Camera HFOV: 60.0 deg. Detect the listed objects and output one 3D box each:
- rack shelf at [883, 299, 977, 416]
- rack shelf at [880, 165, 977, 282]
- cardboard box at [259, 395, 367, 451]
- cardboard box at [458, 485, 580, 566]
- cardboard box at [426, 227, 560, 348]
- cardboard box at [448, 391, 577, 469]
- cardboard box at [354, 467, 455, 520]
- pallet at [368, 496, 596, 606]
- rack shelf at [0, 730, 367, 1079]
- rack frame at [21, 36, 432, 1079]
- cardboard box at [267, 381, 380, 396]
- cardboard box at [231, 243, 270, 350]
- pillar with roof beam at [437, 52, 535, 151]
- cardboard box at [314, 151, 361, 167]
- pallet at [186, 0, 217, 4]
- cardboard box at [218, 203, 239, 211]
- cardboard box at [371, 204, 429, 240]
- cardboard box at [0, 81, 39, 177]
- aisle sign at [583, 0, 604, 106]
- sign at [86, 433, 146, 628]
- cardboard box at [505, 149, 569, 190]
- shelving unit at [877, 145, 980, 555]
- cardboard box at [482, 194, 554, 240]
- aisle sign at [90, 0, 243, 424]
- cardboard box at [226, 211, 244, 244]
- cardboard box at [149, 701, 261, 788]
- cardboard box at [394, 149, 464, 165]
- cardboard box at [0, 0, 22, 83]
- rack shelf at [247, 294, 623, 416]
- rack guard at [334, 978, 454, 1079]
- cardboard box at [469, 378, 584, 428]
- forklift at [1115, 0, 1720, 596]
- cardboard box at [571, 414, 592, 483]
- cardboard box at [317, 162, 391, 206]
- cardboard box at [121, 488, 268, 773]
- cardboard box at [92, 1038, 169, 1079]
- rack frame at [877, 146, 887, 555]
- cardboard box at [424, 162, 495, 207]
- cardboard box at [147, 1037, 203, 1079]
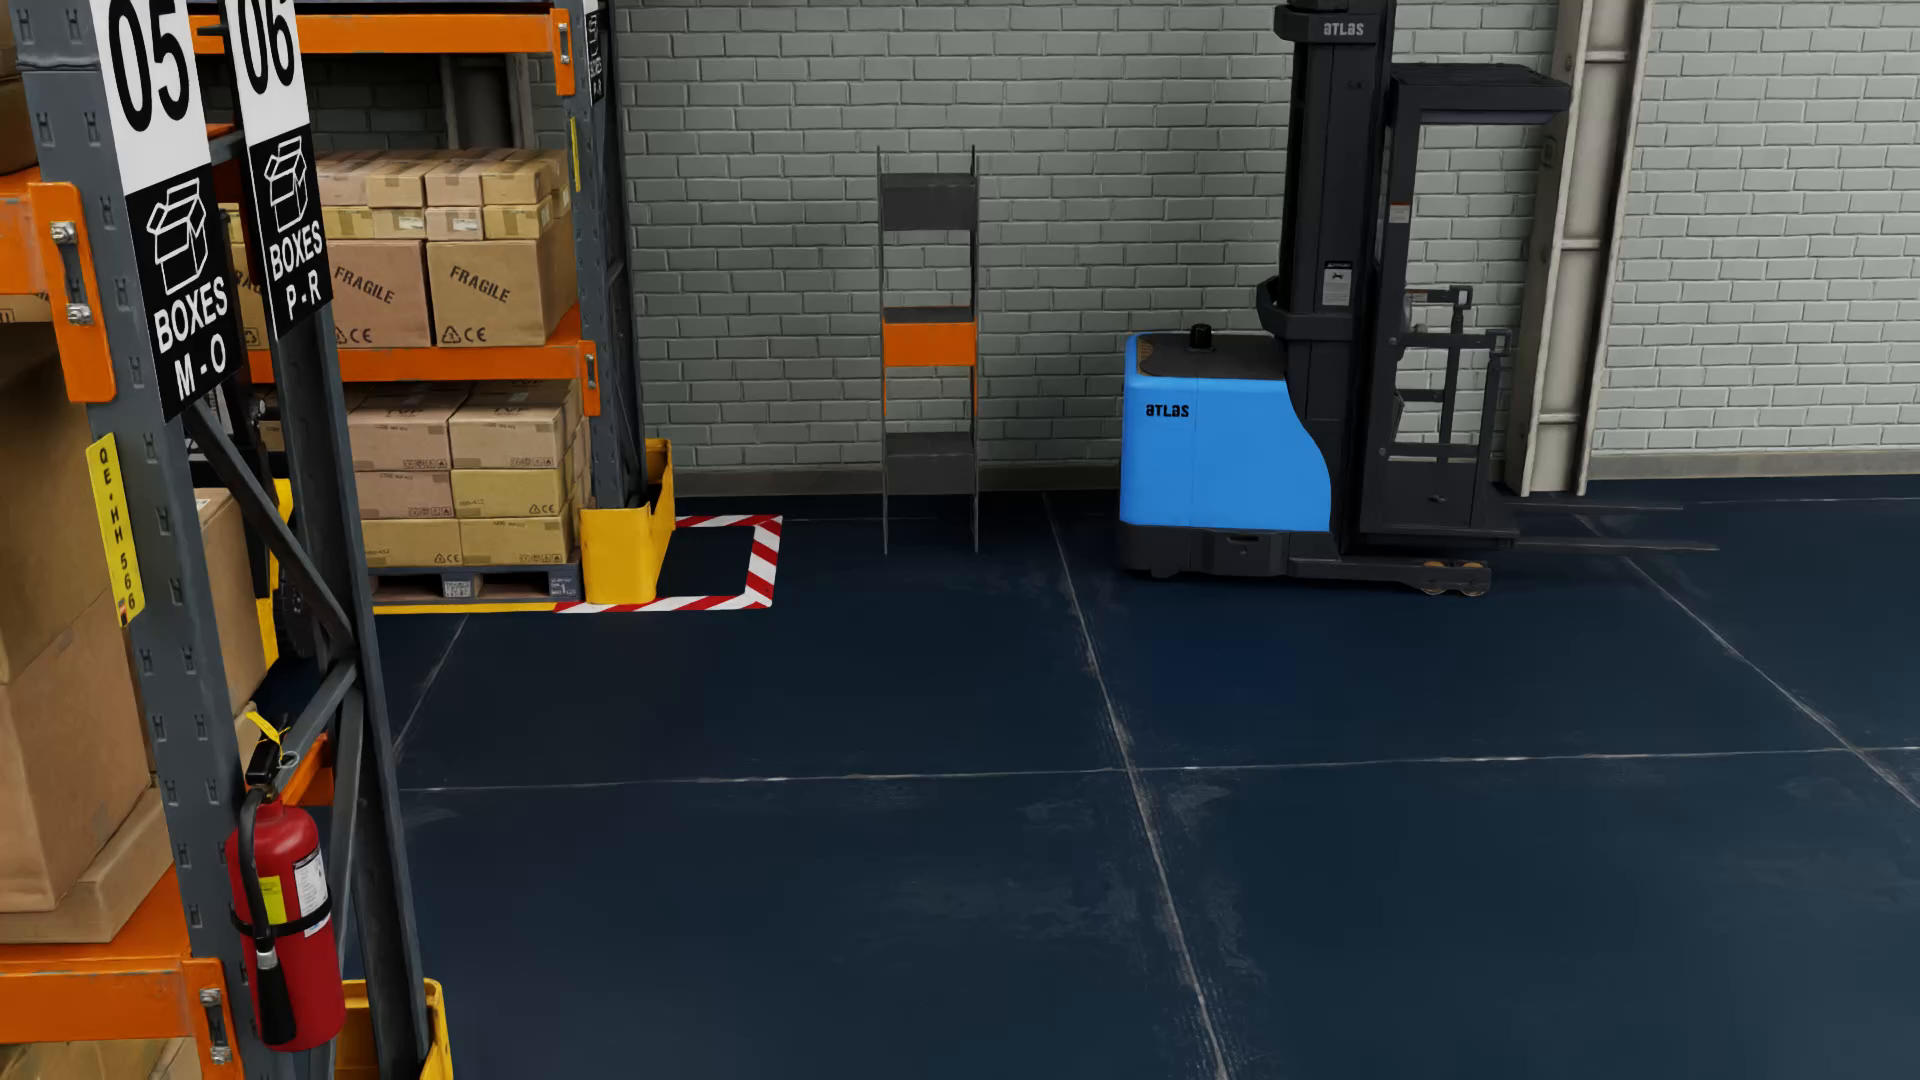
[{"bbox_3d":[-0.165,-0.965,8.743,0.480,0.518,0.431,-1,21,-3],"label":"rack shelf"},{"bbox_3d":[-0.165,-1.619,8.494,0.480,0.518,0.431,-1,21,-3],"label":"rack shelf"},{"bbox_3d":[-3.212,-0.520,8.141,0.500,0.250,0.500,-1,21,-2],"label":"cardboard box"},{"bbox_3d":[-2.209,-0.078,8.383,0.500,0.250,0.500,-1,21,-3],"label":"cardboard box"},{"bbox_3d":[-2.234,-1.232,7.999,0.500,0.500,0.500,-2,21,-4],"label":"cardboard box"},{"bbox_3d":[-2.199,-0.546,8.210,0.500,0.250,0.500,0,21,-1],"label":"cardboard box"},{"bbox_3d":[-2.727,-0.306,8.280,0.500,0.250,0.500,-1,21,-4],"label":"cardboard box"},{"bbox_3d":[-2.519,0.045,8.705,1.213,0.211,1.003,-1,21,-3],"label":"pallet"},{"bbox_3d":[-3.467,0.852,3.679,4.000,0.370,1.077,-1,21,-3],"label":"rack shelf"},{"bbox_3d":[-1.470,0.475,3.657,0.127,3.000,1.000,-1,21,-3],"label":"rack frame"},{"bbox_3d":[-3.247,-0.706,8.629,0.500,0.250,0.500,-1,21,-3],"label":"cardboard box"},{"bbox_3d":[-3.264,-1.214,7.953,0.500,0.500,0.500,-2,21,-4],"label":"cardboard box"},{"bbox_3d":[-2.258,-2.869,4.008,0.400,9.000,9.100,-1,21,-3],"label":"pillar with roof beam"},{"bbox_3d":[-3.141,-1.828,8.237,0.250,0.149,0.380,-1,21,-1],"label":"cardboard box"},{"bbox_3d":[-3.686,-2.618,7.689,1.213,0.211,1.003,-1,21,-3],"label":"pallet"},{"bbox_3d":[-3.372,-1.633,7.725,0.250,0.149,0.380,-1,21,-2],"label":"cardboard box"},{"bbox_3d":[-2.604,-1.532,7.877,0.250,0.149,0.380,-1,21,-2],"label":"cardboard box"},{"bbox_3d":[-1.811,-0.703,2.888,0.250,0.149,0.380,-1,21,-3],"label":"cardboard box"},{"bbox_3d":[-1.675,-2.400,7.555,0.004,0.787,0.394,-1,21,-3],"label":"aisle sign"},{"bbox_3d":[-1.459,-0.016,2.876,0.005,0.325,0.100,-1,21,-3],"label":"sign"},{"bbox_3d":[-2.105,-1.846,8.284,0.250,0.149,0.380,-2,21,-4],"label":"cardboard box"},{"bbox_3d":[-0.165,-0.978,8.739,0.503,2.100,0.431,-1,21,-3],"label":"shelving unit"},{"bbox_3d":[-2.088,-1.531,7.875,0.250,0.149,0.380,-1,21,-2],"label":"cardboard box"},{"bbox_3d":[-1.392,-0.638,2.928,0.004,0.787,0.394,-1,21,-3],"label":"aisle sign"},{"bbox_3d":[-3.367,-1.497,7.784,0.250,0.149,0.380,-1,21,-3],"label":"cardboard box"},{"bbox_3d":[-1.821,0.526,3.877,0.250,0.149,0.380,-1,21,-3],"label":"cardboard box"},{"bbox_3d":[-2.631,-1.842,8.274,0.250,0.149,0.380,-1,21,-2],"label":"cardboard box"},{"bbox_3d":[-1.966,-0.890,2.819,0.500,0.250,0.500,-1,21,-4],"label":"cardboard box"},{"bbox_3d":[-3.754,-0.911,8.310,4.000,0.370,1.077,-1,21,-3],"label":"rack shelf"},{"bbox_3d":[-1.546,1.645,4.098,0.348,0.500,1.175,-1,21,-3],"label":"rack guard"},{"bbox_3d":[-2.248,-0.724,8.676,0.500,0.250,0.500,-1,21,-4],"label":"cardboard box"},{"bbox_3d":[2.355,-1.285,8.377,3.031,2.935,1.130,2,21,5],"label":"forklift"},{"bbox_3d":[-2.239,-0.497,8.783,0.500,0.250,0.500,-1,21,-2],"label":"cardboard box"},{"bbox_3d":[-2.860,-1.685,7.861,0.250,0.149,0.380,-1,21,-3],"label":"cardboard box"},{"bbox_3d":[-1.959,0.200,3.820,0.500,0.500,0.500,-1,21,-4],"label":"cardboard box"},{"bbox_3d":[-2.315,1.132,4.152,0.500,0.500,0.500,-2,21,-5],"label":"cardboard box"},{"bbox_3d":[-0.409,-0.973,8.725,0.015,2.100,0.400,-1,21,-3],"label":"rack frame"},{"bbox_3d":[-2.348,-1.679,7.844,0.250,0.149,0.380,-1,21,-3],"label":"cardboard box"},{"bbox_3d":[-2.292,1.482,4.287,0.500,0.250,0.500,-1,21,-3],"label":"cardboard box"}]
